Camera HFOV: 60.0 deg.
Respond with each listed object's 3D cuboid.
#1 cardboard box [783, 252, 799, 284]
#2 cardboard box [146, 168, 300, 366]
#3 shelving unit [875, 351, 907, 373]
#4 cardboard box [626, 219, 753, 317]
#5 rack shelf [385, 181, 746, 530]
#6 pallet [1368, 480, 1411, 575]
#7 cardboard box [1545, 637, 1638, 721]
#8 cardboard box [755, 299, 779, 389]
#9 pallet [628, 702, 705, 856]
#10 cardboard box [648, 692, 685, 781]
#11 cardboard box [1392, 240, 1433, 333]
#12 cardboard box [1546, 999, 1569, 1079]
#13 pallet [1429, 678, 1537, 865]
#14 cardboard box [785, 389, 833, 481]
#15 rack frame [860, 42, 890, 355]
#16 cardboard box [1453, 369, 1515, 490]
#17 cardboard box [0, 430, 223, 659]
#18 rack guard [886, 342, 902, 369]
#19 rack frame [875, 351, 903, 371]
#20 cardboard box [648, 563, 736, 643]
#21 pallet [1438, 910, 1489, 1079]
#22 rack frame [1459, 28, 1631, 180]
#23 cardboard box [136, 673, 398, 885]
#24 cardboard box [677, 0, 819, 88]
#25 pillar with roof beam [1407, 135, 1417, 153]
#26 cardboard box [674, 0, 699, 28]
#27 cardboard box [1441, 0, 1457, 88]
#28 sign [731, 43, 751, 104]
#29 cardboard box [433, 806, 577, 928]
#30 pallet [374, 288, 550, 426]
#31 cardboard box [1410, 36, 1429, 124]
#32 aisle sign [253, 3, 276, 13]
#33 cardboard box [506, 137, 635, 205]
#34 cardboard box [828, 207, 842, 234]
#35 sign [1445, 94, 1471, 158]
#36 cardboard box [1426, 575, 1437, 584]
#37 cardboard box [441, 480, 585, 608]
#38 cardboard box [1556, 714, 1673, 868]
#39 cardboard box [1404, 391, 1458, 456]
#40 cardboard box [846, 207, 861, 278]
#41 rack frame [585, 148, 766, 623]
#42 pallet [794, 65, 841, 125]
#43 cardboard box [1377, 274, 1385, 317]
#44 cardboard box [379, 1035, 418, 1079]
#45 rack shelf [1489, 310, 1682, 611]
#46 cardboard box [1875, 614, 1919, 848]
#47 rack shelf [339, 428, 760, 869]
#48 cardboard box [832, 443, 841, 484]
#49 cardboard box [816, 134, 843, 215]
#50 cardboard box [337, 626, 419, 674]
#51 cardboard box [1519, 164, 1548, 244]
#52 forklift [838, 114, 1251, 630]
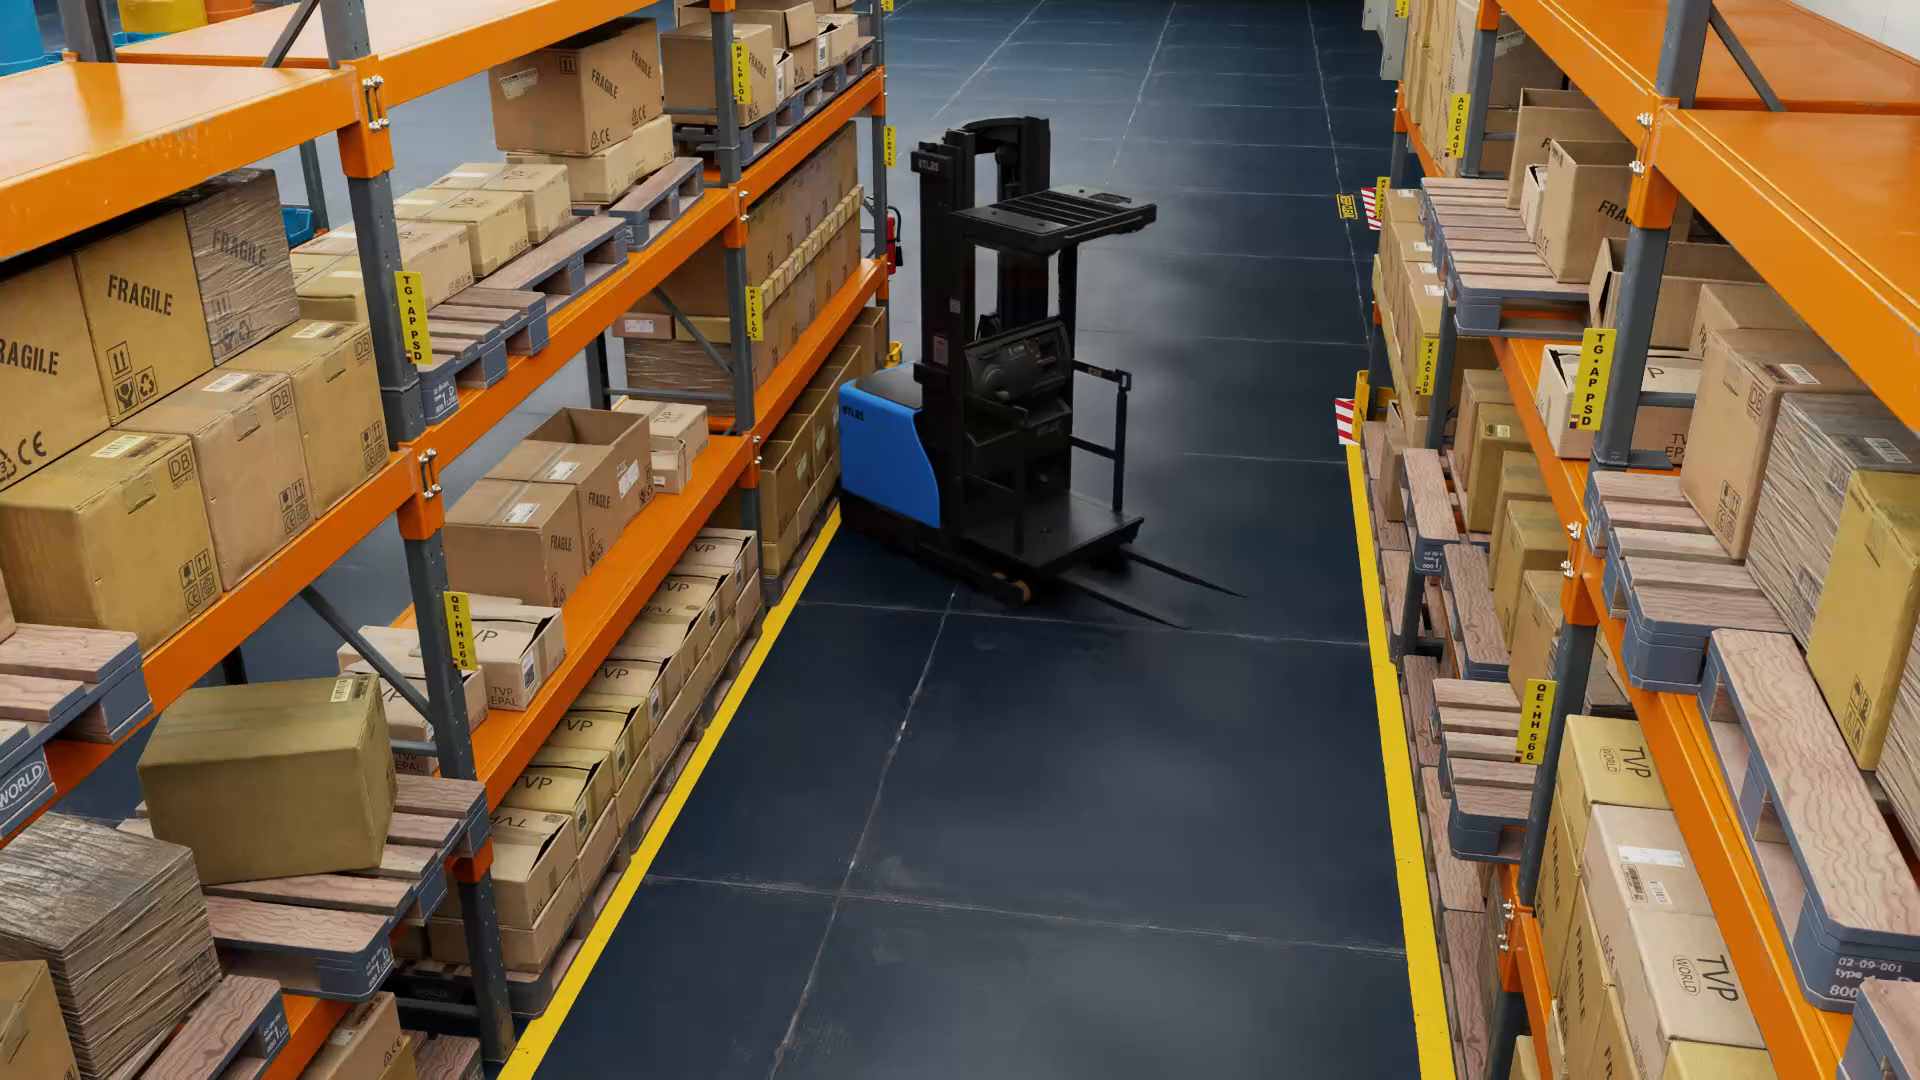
[{"bbox_3d":[-1.308,-1.853,11.288,0.380,0.149,0.250,3,25,7],"label":"cardboard box"},{"bbox_3d":[-2.481,-0.878,5.251,0.500,0.500,0.500,4,25,9],"label":"cardboard box"},{"bbox_3d":[-0.502,-0.861,12.351,0.215,1.050,0.252,-4,25,-9],"label":"shelving unit"},{"bbox_3d":[-1.684,-1.695,10.184,0.700,0.500,0.500,4,25,9],"label":"cardboard box"},{"bbox_3d":[-2.077,-1.072,7.812,1.077,0.370,4.000,4,25,9],"label":"rack shelf"},{"bbox_3d":[3.410,-0.066,11.643,1.003,0.211,1.213,4,25,9],"label":"pallet"},{"bbox_3d":[2.551,0.697,6.086,0.700,0.500,0.500,1,25,2],"label":"cardboard box"},{"bbox_3d":[-1.604,-1.328,10.931,0.700,0.500,0.500,4,25,8],"label":"cardboard box"},{"bbox_3d":[-2.029,1.210,8.917,1.003,0.211,1.213,4,25,9],"label":"pallet"},{"bbox_3d":[-1.784,1.011,8.800,0.500,0.250,0.500,5,25,10],"label":"cardboard box"},{"bbox_3d":[3.163,-1.671,11.050,0.500,0.500,0.500,5,26,10],"label":"cardboard box"},{"bbox_3d":[2.025,1.575,5.119,0.380,0.149,0.250,5,26,10],"label":"cardboard box"},{"bbox_3d":[2.495,0.920,6.472,1.213,0.211,1.003,4,25,9],"label":"pallet"},{"bbox_3d":[-1.202,-0.751,11.679,0.500,0.500,0.500,4,25,9],"label":"cardboard box"},{"bbox_3d":[-1.096,-2.549,13.657,1.000,3.000,0.127,4,25,9],"label":"rack frame"},{"bbox_3d":[3.021,-0.568,8.789,0.700,0.500,0.500,4,25,9],"label":"cardboard box"},{"bbox_3d":[-2.610,0.009,4.537,0.910,0.500,0.500,4,25,9],"label":"cardboard box"},{"bbox_3d":[-1.092,-1.427,14.208,1.175,0.500,0.348,4,25,9],"label":"rack guard"},{"bbox_3d":[-0.524,-0.912,12.460,0.200,1.050,0.008,-4,25,-9],"label":"rack frame"},{"bbox_3d":[-1.612,0.333,9.588,0.500,0.311,0.500,5,25,10],"label":"cardboard box"},{"bbox_3d":[2.613,2.075,7.068,1.003,0.211,1.213,4,25,9],"label":"pallet"},{"bbox_3d":[3.138,-3.251,8.081,1.000,3.000,0.127,4,25,9],"label":"rack frame"},{"bbox_3d":[-2.395,0.833,5.819,0.700,0.500,0.500,-4,25,-9],"label":"cardboard box"},{"bbox_3d":[-1.356,-3.215,10.759,0.797,0.503,0.637,7,26,14],"label":"cardboard box"},{"bbox_3d":[2.244,-9.889,22.261,9.100,9.000,0.400,4,25,9],"label":"pillar with roof beam"},{"bbox_3d":[-1.637,-3.531,11.438,0.500,0.500,0.500,4,25,9],"label":"cardboard box"},{"bbox_3d":[3.032,-2.859,9.461,0.500,0.500,0.500,5,26,11],"label":"cardboard box"},{"bbox_3d":[-1.213,-2.578,9.199,0.100,0.325,0.005,4,25,9],"label":"sign"},{"bbox_3d":[-2.028,1.400,7.308,0.500,0.311,0.500,5,26,10],"label":"cardboard box"},{"bbox_3d":[-2.381,-0.766,6.533,1.213,0.211,1.003,5,26,11],"label":"pallet"},{"bbox_3d":[3.286,-3.058,11.065,0.500,0.500,0.500,5,26,11],"label":"cardboard box"},{"bbox_3d":[-5.678,-4.080,13.863,0.394,0.787,0.004,4,25,9],"label":"aisle sign"},{"bbox_3d":[-1.947,-1.870,8.349,0.500,0.250,0.500,2,25,3],"label":"cardboard box"},{"bbox_3d":[-1.097,-2.393,12.442,0.380,0.149,0.250,4,25,9],"label":"cardboard box"},{"bbox_3d":[2.601,-2.161,8.681,0.100,0.325,0.005,4,25,9],"label":"sign"},{"bbox_3d":[3.268,-0.038,10.723,0.500,0.500,0.500,2,25,5],"label":"cardboard box"},{"bbox_3d":[-2.146,0.049,7.989,0.500,0.500,0.500,3,25,6],"label":"cardboard box"},{"bbox_3d":[2.151,0.794,5.138,0.500,0.250,0.500,5,25,10],"label":"cardboard box"},{"bbox_3d":[2.916,-0.694,9.849,0.500,0.250,0.500,4,25,9],"label":"cardboard box"},{"bbox_3d":[-1.185,-2.400,13.221,0.700,0.500,0.500,4,25,9],"label":"cardboard box"},{"bbox_3d":[-1.750,-0.876,10.083,1.000,3.000,0.127,4,25,9],"label":"rack frame"},{"bbox_3d":[-1.434,-3.062,11.319,1.003,0.211,1.213,4,25,9],"label":"pallet"},{"bbox_3d":[3.328,-1.748,12.100,0.500,0.250,0.500,3,25,7],"label":"cardboard box"},{"bbox_3d":[-2.325,2.137,6.075,0.500,0.500,0.500,5,26,11],"label":"cardboard box"},{"bbox_3d":[2.811,-0.730,7.083,1.077,0.370,4.000,4,25,9],"label":"rack shelf"},{"bbox_3d":[2.255,0.406,3.170,0.700,0.500,0.500,4,25,8],"label":"cardboard box"},{"bbox_3d":[-2.077,0.286,8.448,1.077,0.370,4.000,4,25,9],"label":"rack shelf"},{"bbox_3d":[-1.126,-0.621,12.286,0.500,0.250,0.500,4,25,9],"label":"cardboard box"},{"bbox_3d":[-1.274,-2.745,12.428,0.700,0.500,0.500,3,25,7],"label":"cardboard box"},{"bbox_3d":[-2.529,0.516,7.407,0.380,0.149,0.250,4,25,9],"label":"cardboard box"},{"bbox_3d":[2.869,-1.562,7.620,0.500,0.311,0.500,5,26,10],"label":"cardboard box"},{"bbox_3d":[0.535,-1.139,10.726,3.031,2.935,1.130,23,33,40],"label":"forklift"}]
